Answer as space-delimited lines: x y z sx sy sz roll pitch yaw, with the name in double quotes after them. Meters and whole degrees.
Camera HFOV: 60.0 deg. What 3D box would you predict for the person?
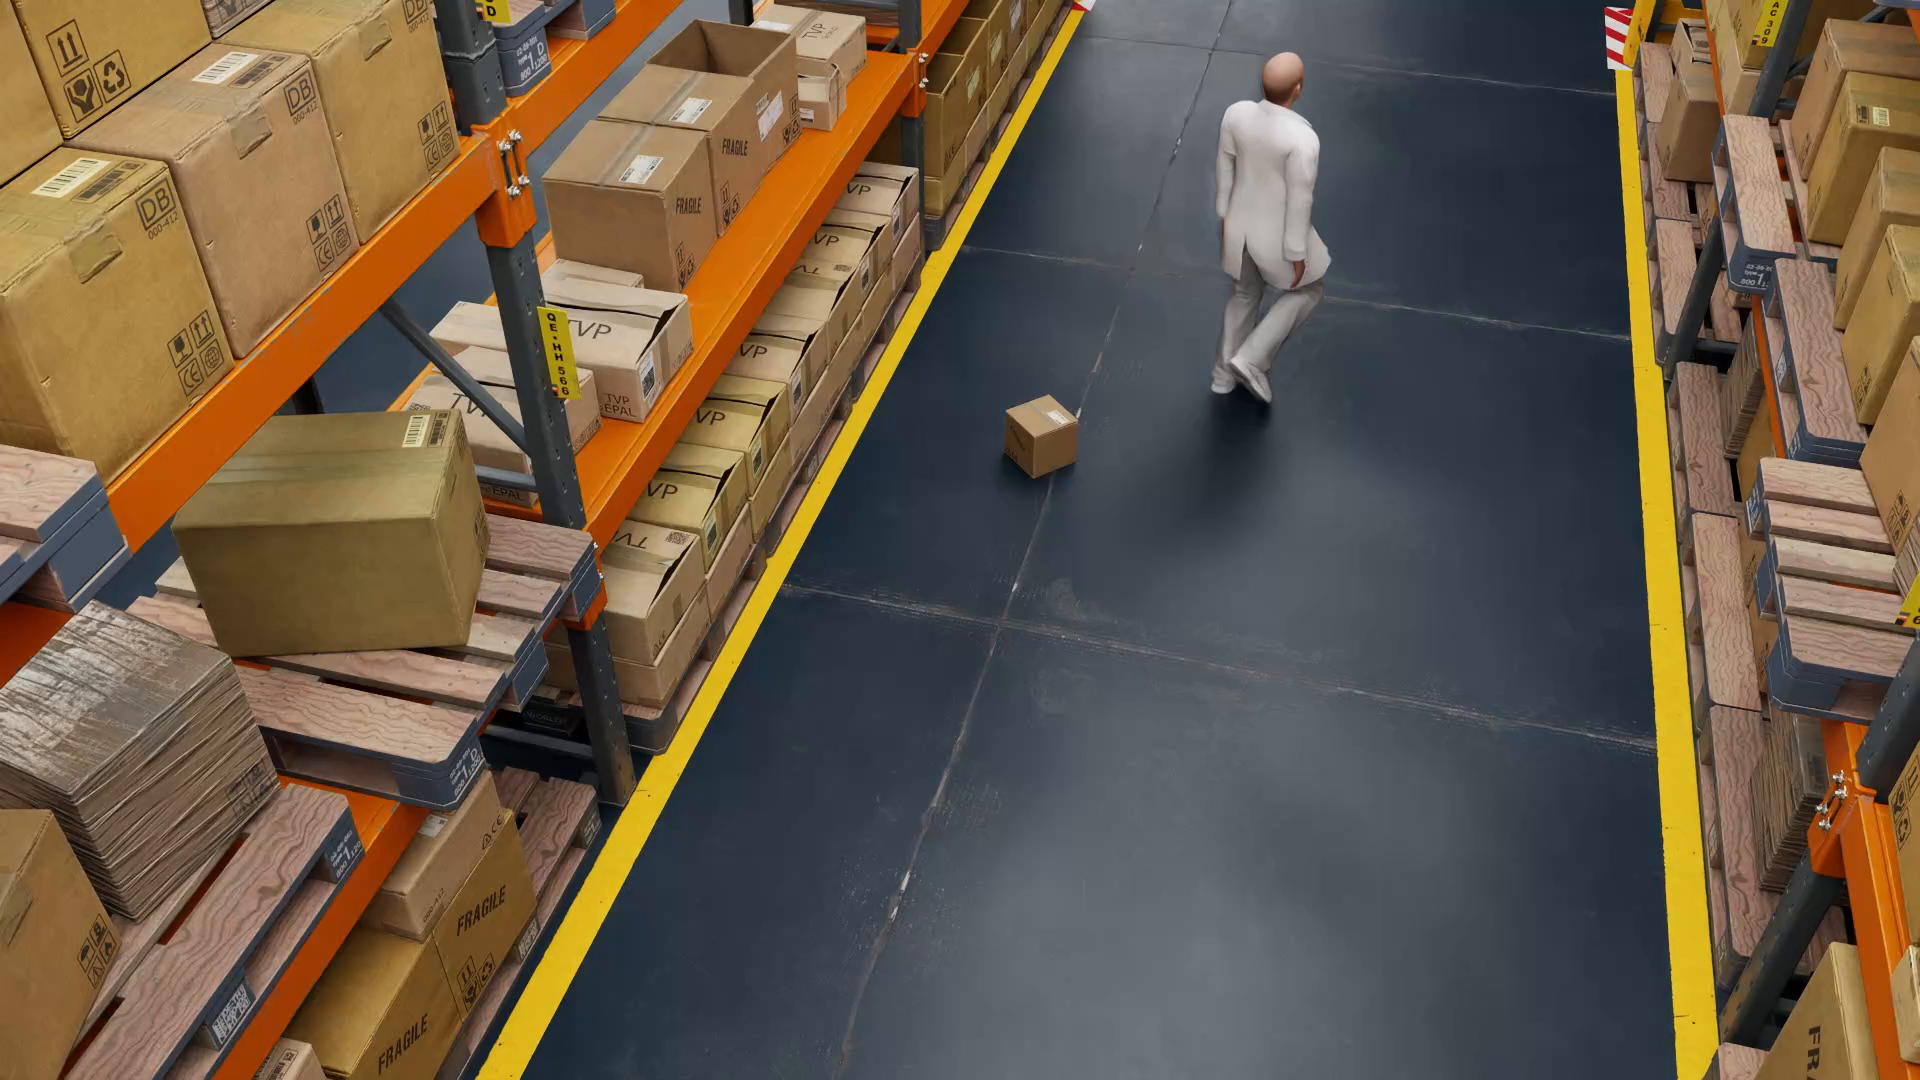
1.461 -1.460 7.843 0.499 1.790 0.592 -31 49 -31 "person"
